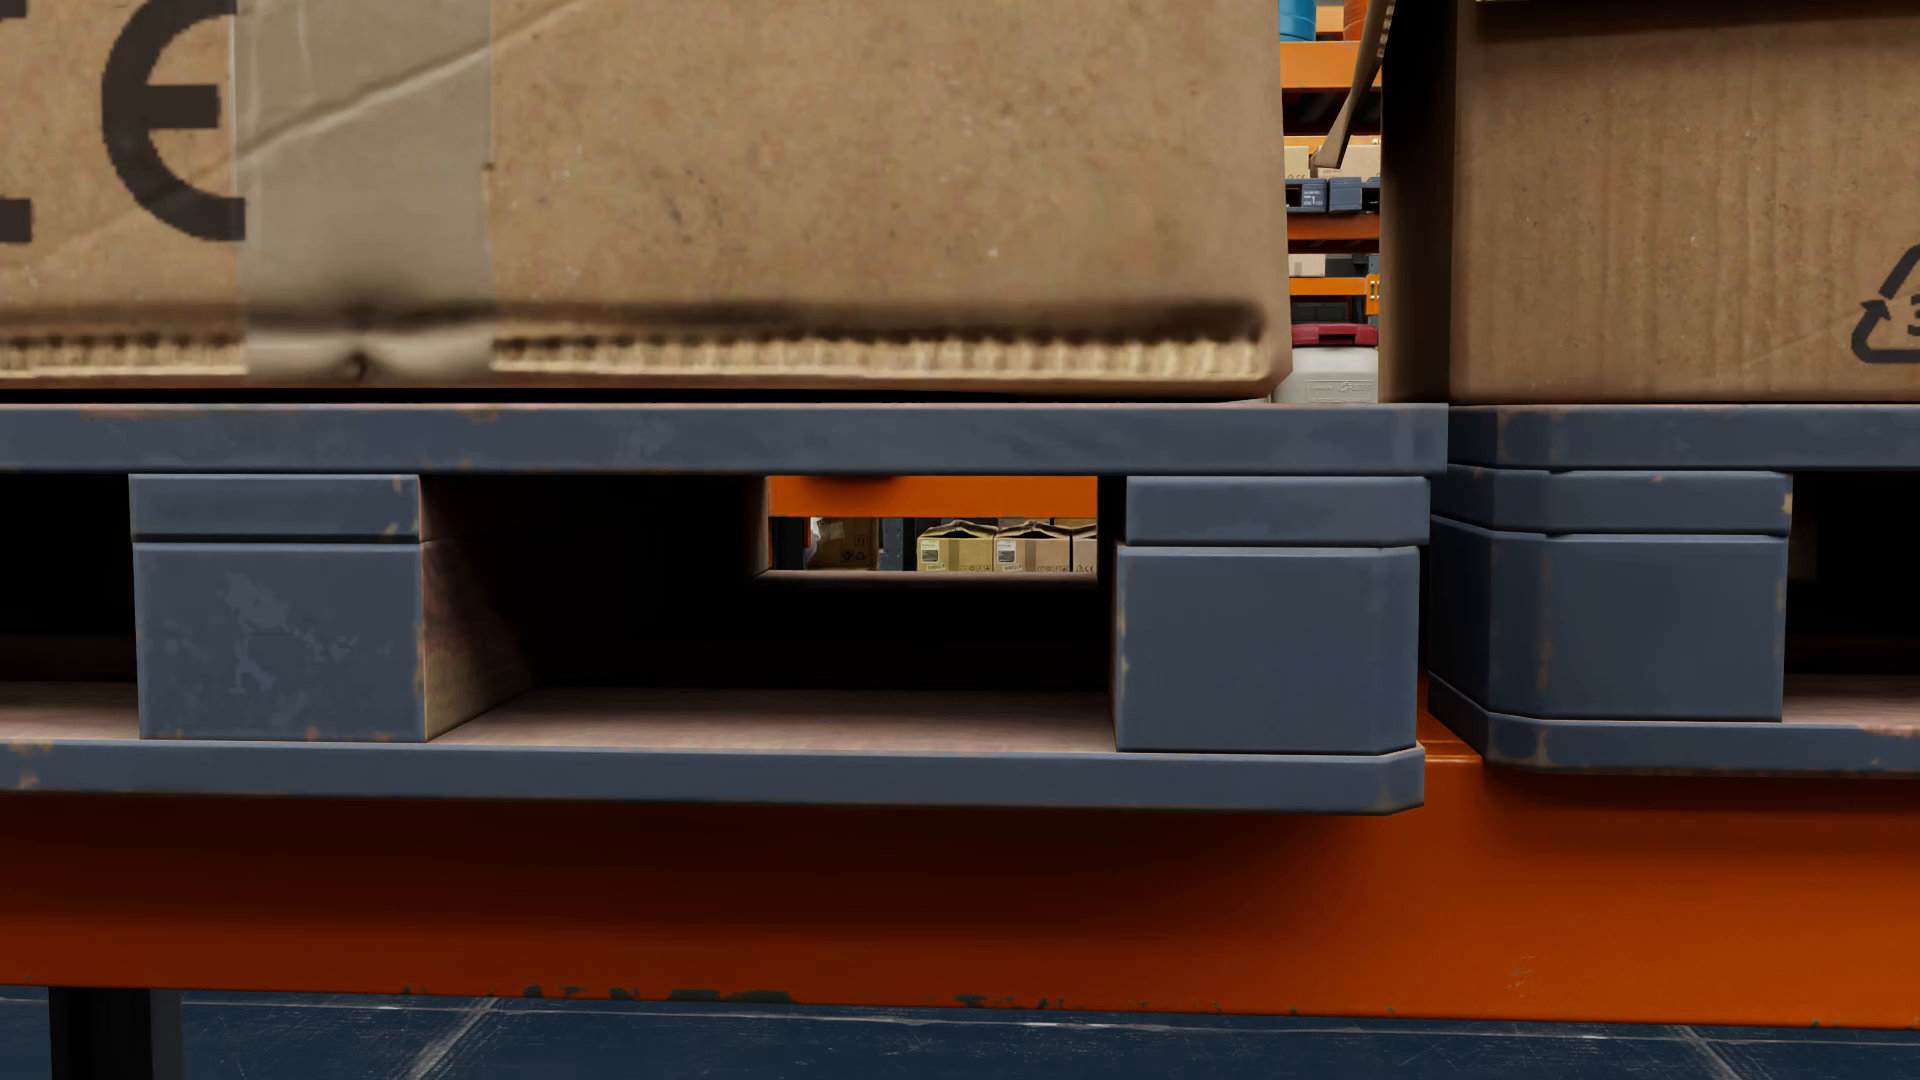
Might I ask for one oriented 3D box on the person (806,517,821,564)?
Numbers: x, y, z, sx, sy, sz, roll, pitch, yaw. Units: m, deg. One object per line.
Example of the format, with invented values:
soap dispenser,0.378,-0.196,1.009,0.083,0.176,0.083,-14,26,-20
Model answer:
person,-1.108,-0.009,9.861,0.529,1.606,0.986,0,4,4
